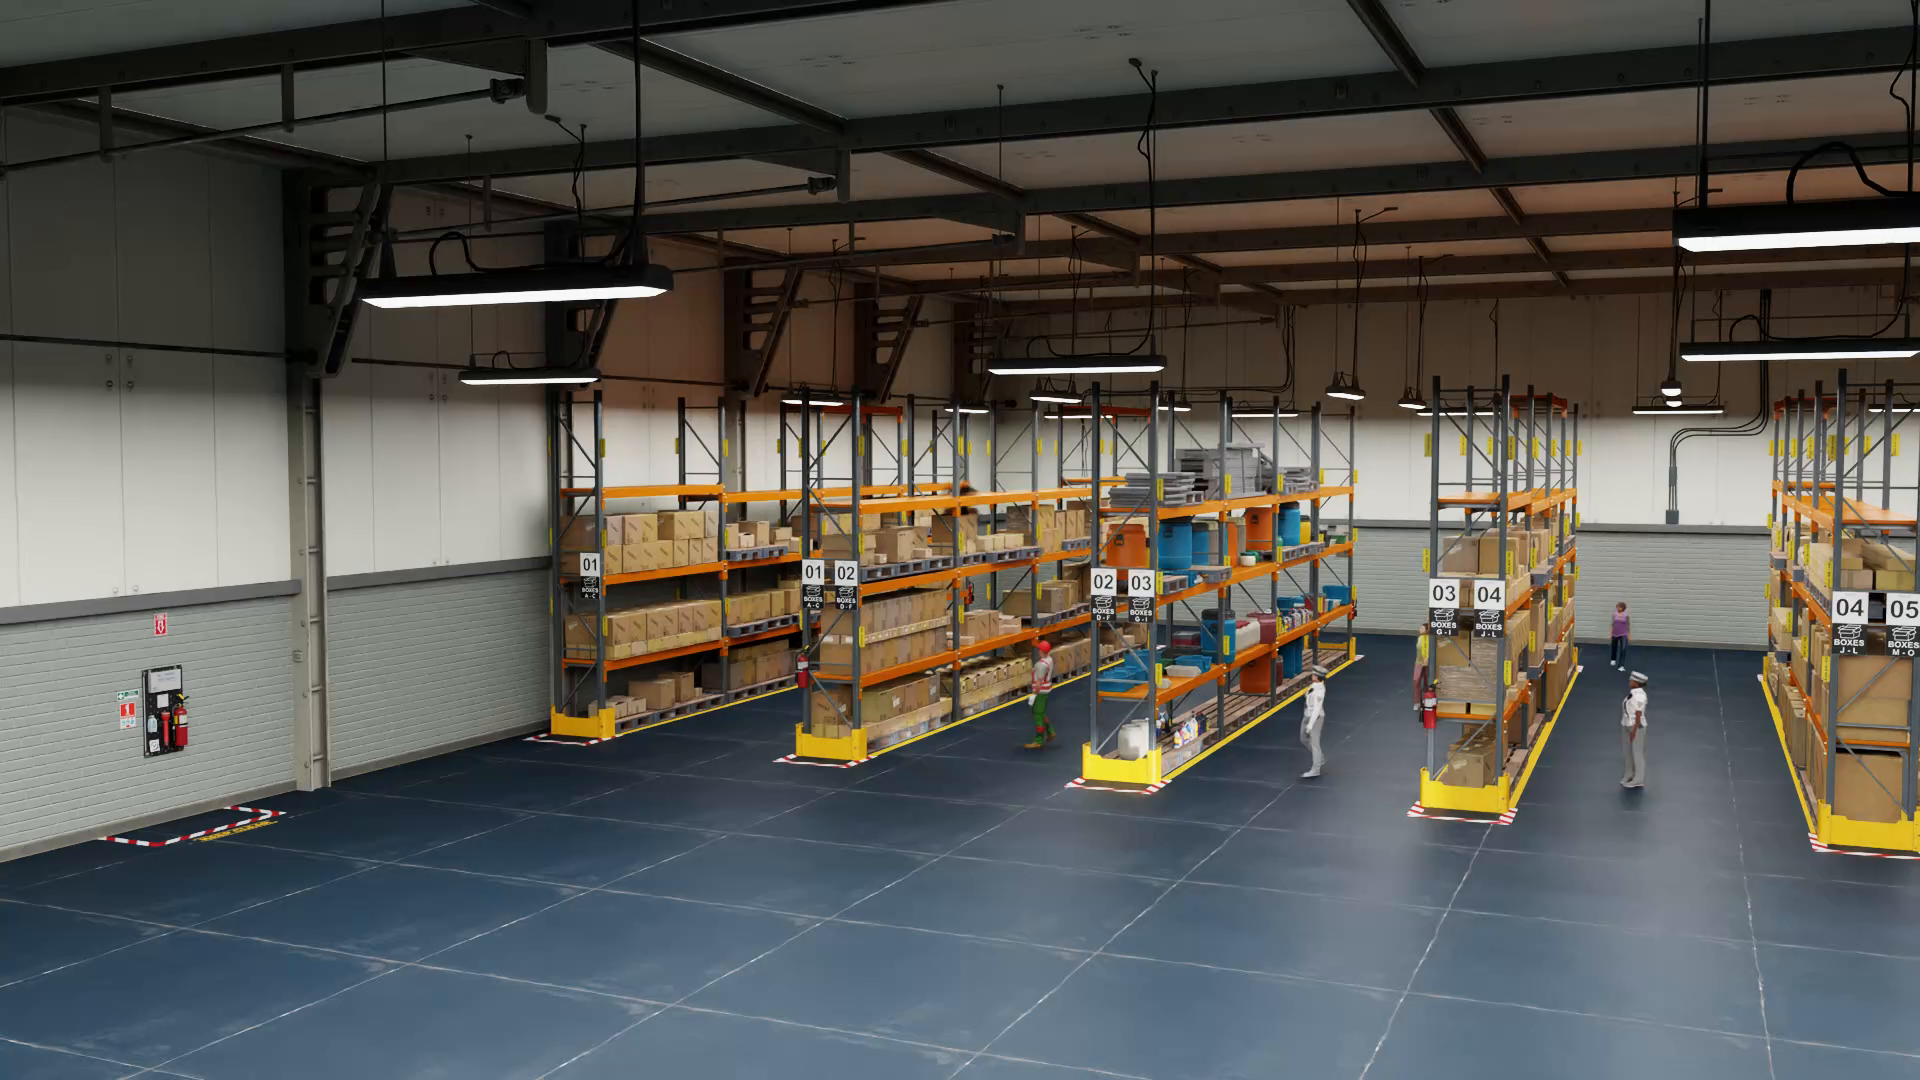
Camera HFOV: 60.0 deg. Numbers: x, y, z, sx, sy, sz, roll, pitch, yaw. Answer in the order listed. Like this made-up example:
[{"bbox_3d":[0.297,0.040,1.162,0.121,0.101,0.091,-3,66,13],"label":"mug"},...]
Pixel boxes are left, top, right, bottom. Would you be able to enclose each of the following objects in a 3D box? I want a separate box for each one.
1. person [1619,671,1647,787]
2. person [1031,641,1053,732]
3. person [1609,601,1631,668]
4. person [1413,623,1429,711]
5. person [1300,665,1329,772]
[{"bbox_3d":[9.994,2.795,24.703,0.396,1.699,0.446,0,3,-9],"label":"person"},{"bbox_3d":[-1.325,2.231,31.499,6.687,1.515,7.179,0,3,8],"label":"person"},{"bbox_3d":[14.867,2.117,37.475,0.479,1.494,0.690,1,3,16],"label":"person"},{"bbox_3d":[8.988,2.424,32.061,0.429,1.650,0.982,1,3,23],"label":"person"},{"bbox_3d":[5.418,2.714,25.475,0.387,1.617,0.536,0,3,-6],"label":"person"}]
